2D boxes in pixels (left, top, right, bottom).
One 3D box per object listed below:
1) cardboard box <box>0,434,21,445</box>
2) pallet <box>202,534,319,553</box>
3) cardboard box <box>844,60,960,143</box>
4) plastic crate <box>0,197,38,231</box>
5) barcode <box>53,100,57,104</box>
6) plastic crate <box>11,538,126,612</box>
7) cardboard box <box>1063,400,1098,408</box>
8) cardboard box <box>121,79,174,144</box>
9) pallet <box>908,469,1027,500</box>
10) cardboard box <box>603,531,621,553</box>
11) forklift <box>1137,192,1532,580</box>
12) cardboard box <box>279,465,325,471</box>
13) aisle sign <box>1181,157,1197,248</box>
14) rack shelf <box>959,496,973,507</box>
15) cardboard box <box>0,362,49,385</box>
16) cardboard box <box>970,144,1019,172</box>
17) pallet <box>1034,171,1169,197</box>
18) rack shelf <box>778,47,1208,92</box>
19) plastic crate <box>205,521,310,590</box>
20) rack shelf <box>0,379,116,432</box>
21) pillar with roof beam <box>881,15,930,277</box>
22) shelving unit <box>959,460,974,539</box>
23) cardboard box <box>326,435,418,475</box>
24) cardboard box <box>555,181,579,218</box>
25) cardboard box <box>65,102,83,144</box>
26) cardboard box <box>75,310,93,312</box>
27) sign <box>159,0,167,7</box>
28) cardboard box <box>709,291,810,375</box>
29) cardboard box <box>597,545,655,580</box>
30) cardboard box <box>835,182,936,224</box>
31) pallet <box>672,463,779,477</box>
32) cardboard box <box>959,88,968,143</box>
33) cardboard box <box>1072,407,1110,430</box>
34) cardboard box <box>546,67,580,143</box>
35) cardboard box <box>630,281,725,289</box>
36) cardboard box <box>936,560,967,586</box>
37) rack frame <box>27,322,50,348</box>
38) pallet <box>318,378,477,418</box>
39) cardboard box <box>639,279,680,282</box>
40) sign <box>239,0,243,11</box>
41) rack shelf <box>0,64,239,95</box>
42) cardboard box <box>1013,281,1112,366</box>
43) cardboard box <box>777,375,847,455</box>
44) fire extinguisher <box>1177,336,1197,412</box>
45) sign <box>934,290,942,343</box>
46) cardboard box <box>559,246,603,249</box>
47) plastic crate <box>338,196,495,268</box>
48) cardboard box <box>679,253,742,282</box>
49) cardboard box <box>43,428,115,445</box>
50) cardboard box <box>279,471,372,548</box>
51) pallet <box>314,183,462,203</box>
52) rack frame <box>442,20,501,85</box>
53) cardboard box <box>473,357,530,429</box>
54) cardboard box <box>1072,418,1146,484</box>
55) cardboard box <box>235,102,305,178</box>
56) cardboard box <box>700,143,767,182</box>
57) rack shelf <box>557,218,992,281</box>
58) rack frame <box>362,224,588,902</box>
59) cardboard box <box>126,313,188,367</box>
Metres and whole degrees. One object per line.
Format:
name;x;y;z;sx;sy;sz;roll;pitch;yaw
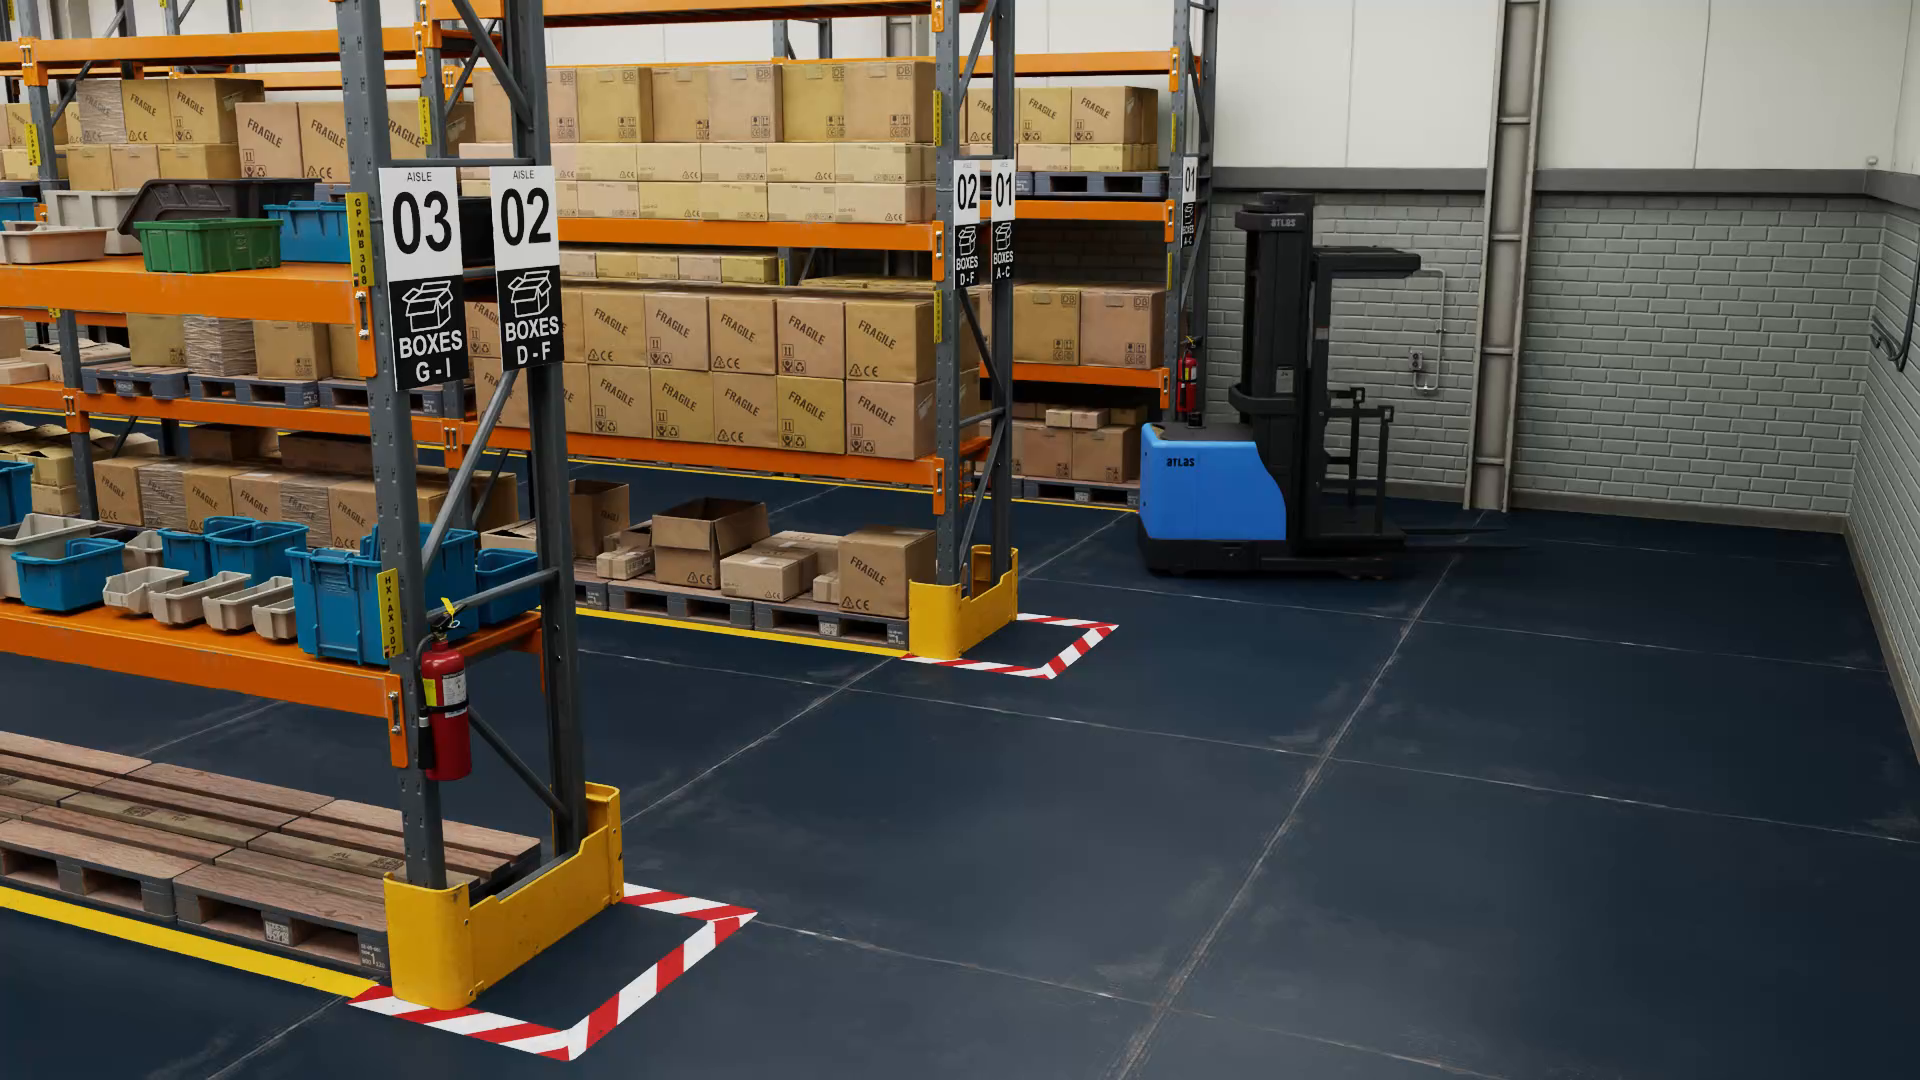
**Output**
cardboard box;-8.725;-0.768;14.834;0.500;0.311;0.500;6;14;23
pallet;-5.430;0.010;13.752;1.213;0.211;1.003;6;14;23
cardboard box;-0.370;-2.838;10.809;0.500;0.500;0.700;6;14;23
plastic crate;-4.599;-1.495;7.860;0.300;0.233;0.416;6;14;23
barcode;-11.668;-5.640;21.437;0.075;0.075;0.001;6;14;23
plastic crate;-3.885;0.152;7.275;0.300;0.233;0.416;6;14;23
cardboard box;1.160;-1.257;16.178;0.250;0.149;0.380;6;14;23
cardboard box;-6.346;-3.445;13.397;0.500;0.500;0.500;6;14;23
pallet;0.235;-0.646;16.547;1.213;0.211;1.003;6;14;23
cardboard box;-2.548;0.021;12.875;0.250;0.149;0.380;6;14;23
forklift;2.987;-1.241;13.130;3.031;2.935;1.130;0;13;1
cardboard box;-5.303;-0.403;13.913;0.500;0.500;0.500;5;14;21
aisle sign;2.053;-3.029;14.907;0.004;0.787;0.394;6;14;23
rack shelf;-0.013;-0.309;14.188;0.180;0.103;0.258;6;14;23
cardboard box;-8.143;-1.441;14.381;0.250;0.149;0.380;6;14;23
cardboard box;0.378;-3.581;15.573;0.500;0.250;0.500;5;14;22
pallet;1.426;-3.317;15.451;1.213;0.211;1.003;6;14;23
rack shelf;0.280;-4.394;15.731;4.000;0.370;1.077;6;14;23
plastic crate;-3.200;0.075;7.603;0.300;0.233;0.416;6;14;23
rack shelf;-9.037;-1.373;15.114;4.000;0.370;1.077;6;14;23
pillar with roof beam;-2.302;-4.340;13.054;0.400;9.000;9.100;6;14;23
shelving unit;-0.013;-0.585;14.123;0.189;1.200;0.258;6;14;23
cardboard box;-4.809;-0.719;13.618;0.500;0.250;0.500;6;14;23
cardboard box;-2.751;-2.412;11.728;0.500;0.250;0.500;6;14;23
cardboard box;-10.418;-5.033;20.121;0.500;0.500;0.500;5;14;21
cardboard box;-10.797;-2.998;20.749;0.500;0.250;0.500;6;14;24
sign;-9.099;-6.246;18.955;0.005;0.325;0.100;6;14;23
cardboard box;-1.351;-1.411;11.293;0.500;0.500;0.500;6;15;25
cardboard box;-2.460;0.159;12.249;0.250;0.166;0.380;6;14;23
cardboard box;-0.471;-2.178;10.731;0.500;0.250;0.500;6;14;23
pallet;-2.284;-0.901;17.633;1.213;0.211;1.003;6;14;23
cardboard box;-0.084;-3.993;15.689;0.500;0.500;0.500;6;14;24
cardboard box;1.237;-1.154;15.739;0.250;0.149;0.380;6;14;23
cardboard box;-2.691;-3.051;11.717;0.500;0.500;0.700;6;14;23
cardboard box;-2.054;-1.617;12.173;0.500;0.500;0.500;6;14;24
cardboard box;-0.138;0.265;11.835;0.250;0.149;0.380;6;14;23
rack frame;-12.520;-3.313;21.809;0.127;3.000;1.000;6;14;23
pallet;-4.238;-1.171;13.101;1.213;0.211;1.003;6;14;23
cardboard box;-2.999;-2.490;17.385;0.500;0.500;0.500;6;14;23
sign;-8.643;-6.512;19.918;0.005;0.325;0.100;6;14;23
rack shelf;-10.691;-5.697;20.418;4.000;0.370;1.077;6;14;23
cardboard box;0.969;-2.089;15.935;0.700;0.700;0.980;6;14;23
cardboard box;-0.890;-0.878;11.213;0.500;0.500;0.500;6;14;24
fire extinguisher;2.060;-1.503;15.081;0.183;0.674;0.296;6;14;23
sign;-0.137;-1.401;10.435;0.005;0.325;0.100;6;14;23
cardboard box;-4.214;-3.105;18.366;0.500;0.250;0.500;5;14;21
plastic crate;-2.143;-1.254;6.754;0.590;0.269;0.497;6;14;23
cardboard box;-2.542;-2.810;17.111;0.500;0.250;0.500;6;15;24
cardboard box;-8.052;-0.834;15.113;0.500;0.311;0.500;5;14;22
cardboard box;-5.025;-0.245;13.242;0.500;0.500;0.500;6;14;24
pallet;-4.119;-2.612;12.665;1.003;0.211;1.213;6;14;23
rack frame;-5.205;-5.494;17.969;0.127;3.000;1.000;6;14;23
cardboard box;-3.196;-1.113;12.211;0.500;0.500;0.500;6;15;25
cardboard box;1.428;-0.864;15.924;0.500;0.500;0.700;6;14;23
cardboard box;-5.203;-3.115;13.041;0.600;0.600;0.600;5;14;21
cardboard box;-1.380;-2.516;11.079;0.500;0.250;0.500;6;14;23
rack shelf;-1.723;-2.093;11.617;4.000;0.370;1.077;6;14;23
rack frame;-1.904;0.236;6.681;0.127;3.000;1.000;6;14;23
cardboard box;-6.587;-1.757;14.036;0.500;0.500;0.700;1;13;4
